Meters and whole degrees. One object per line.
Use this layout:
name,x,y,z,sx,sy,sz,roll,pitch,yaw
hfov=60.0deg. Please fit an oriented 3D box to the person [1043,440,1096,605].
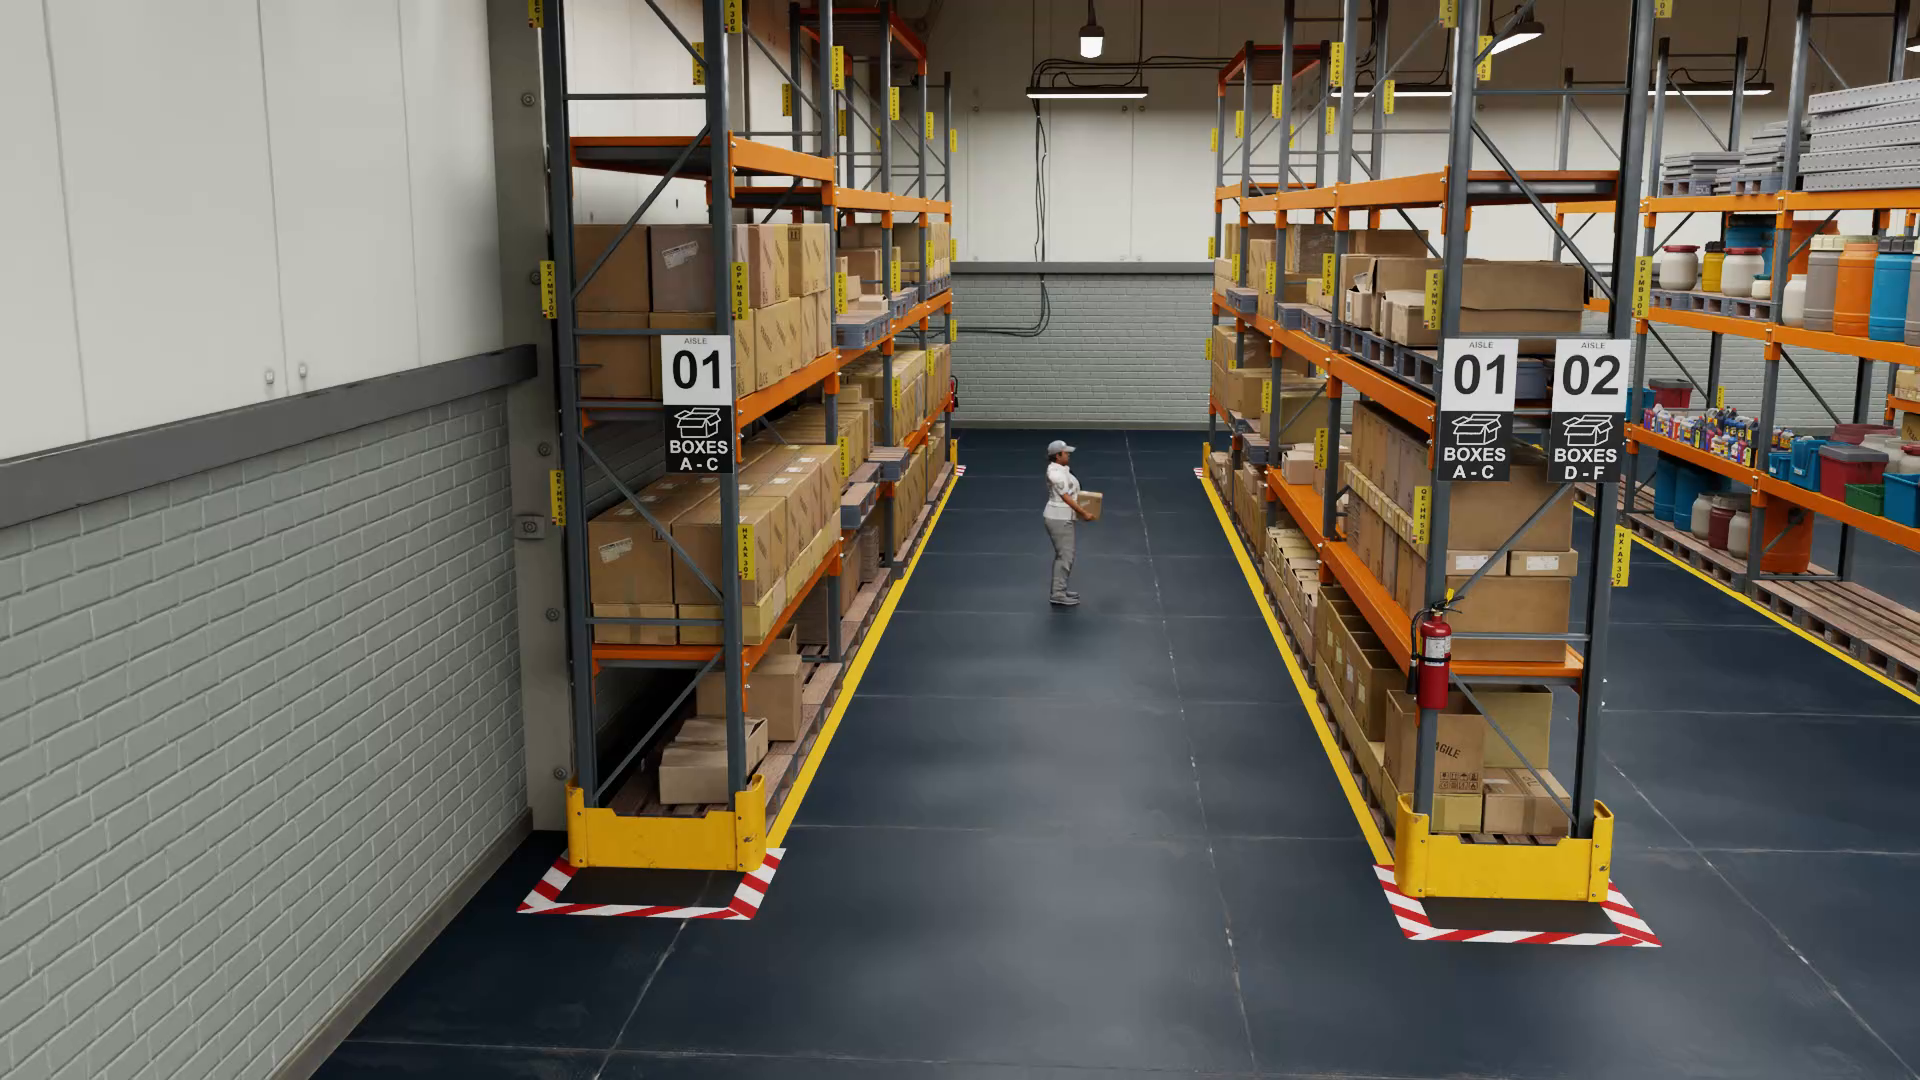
person,1.116,-0.188,16.934,0.541,1.654,0.453,1,11,5
